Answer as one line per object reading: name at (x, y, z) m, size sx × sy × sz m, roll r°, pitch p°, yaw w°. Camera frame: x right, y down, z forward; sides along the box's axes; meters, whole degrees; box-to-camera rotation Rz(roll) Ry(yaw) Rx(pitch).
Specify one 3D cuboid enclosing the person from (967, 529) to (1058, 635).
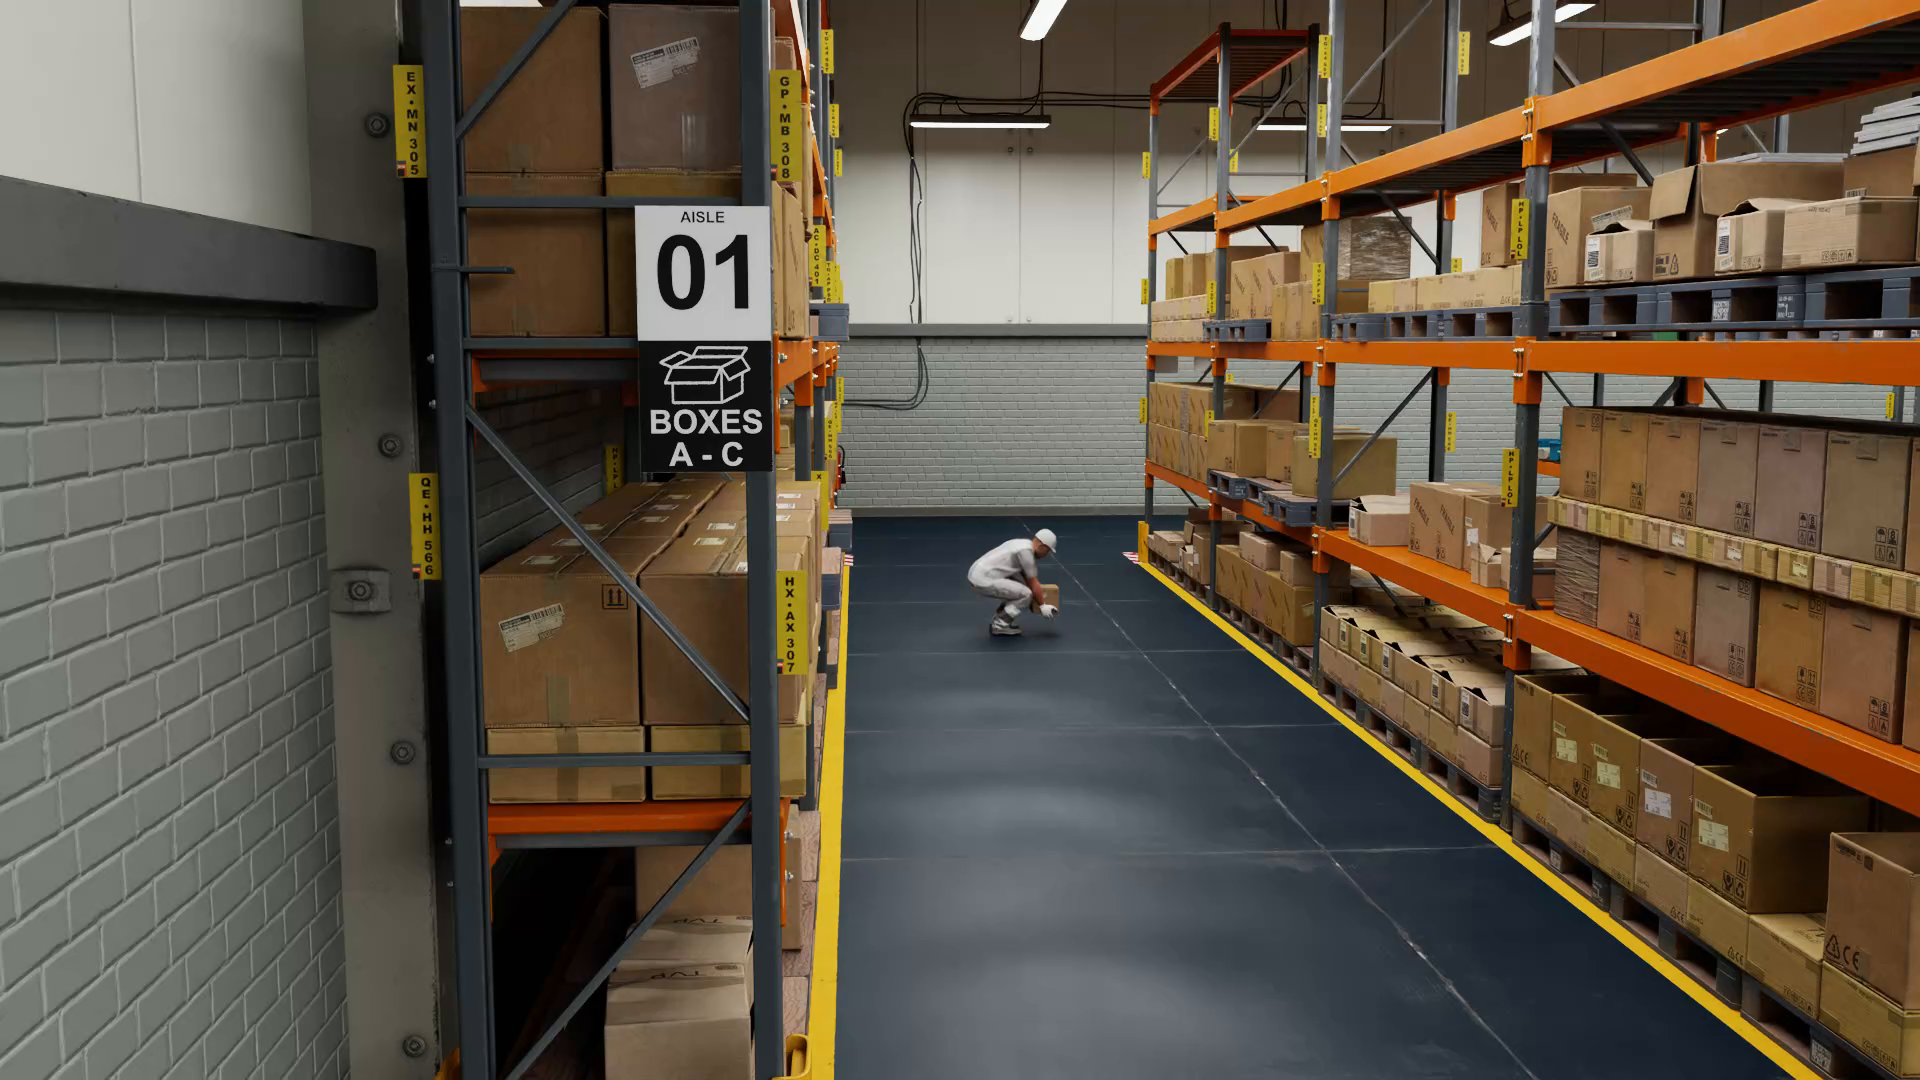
person at (0.505, 0.404, 16.085) m, size 0.870 × 1.006 × 0.537 m, roll -1°, pitch 7°, yaw -5°
